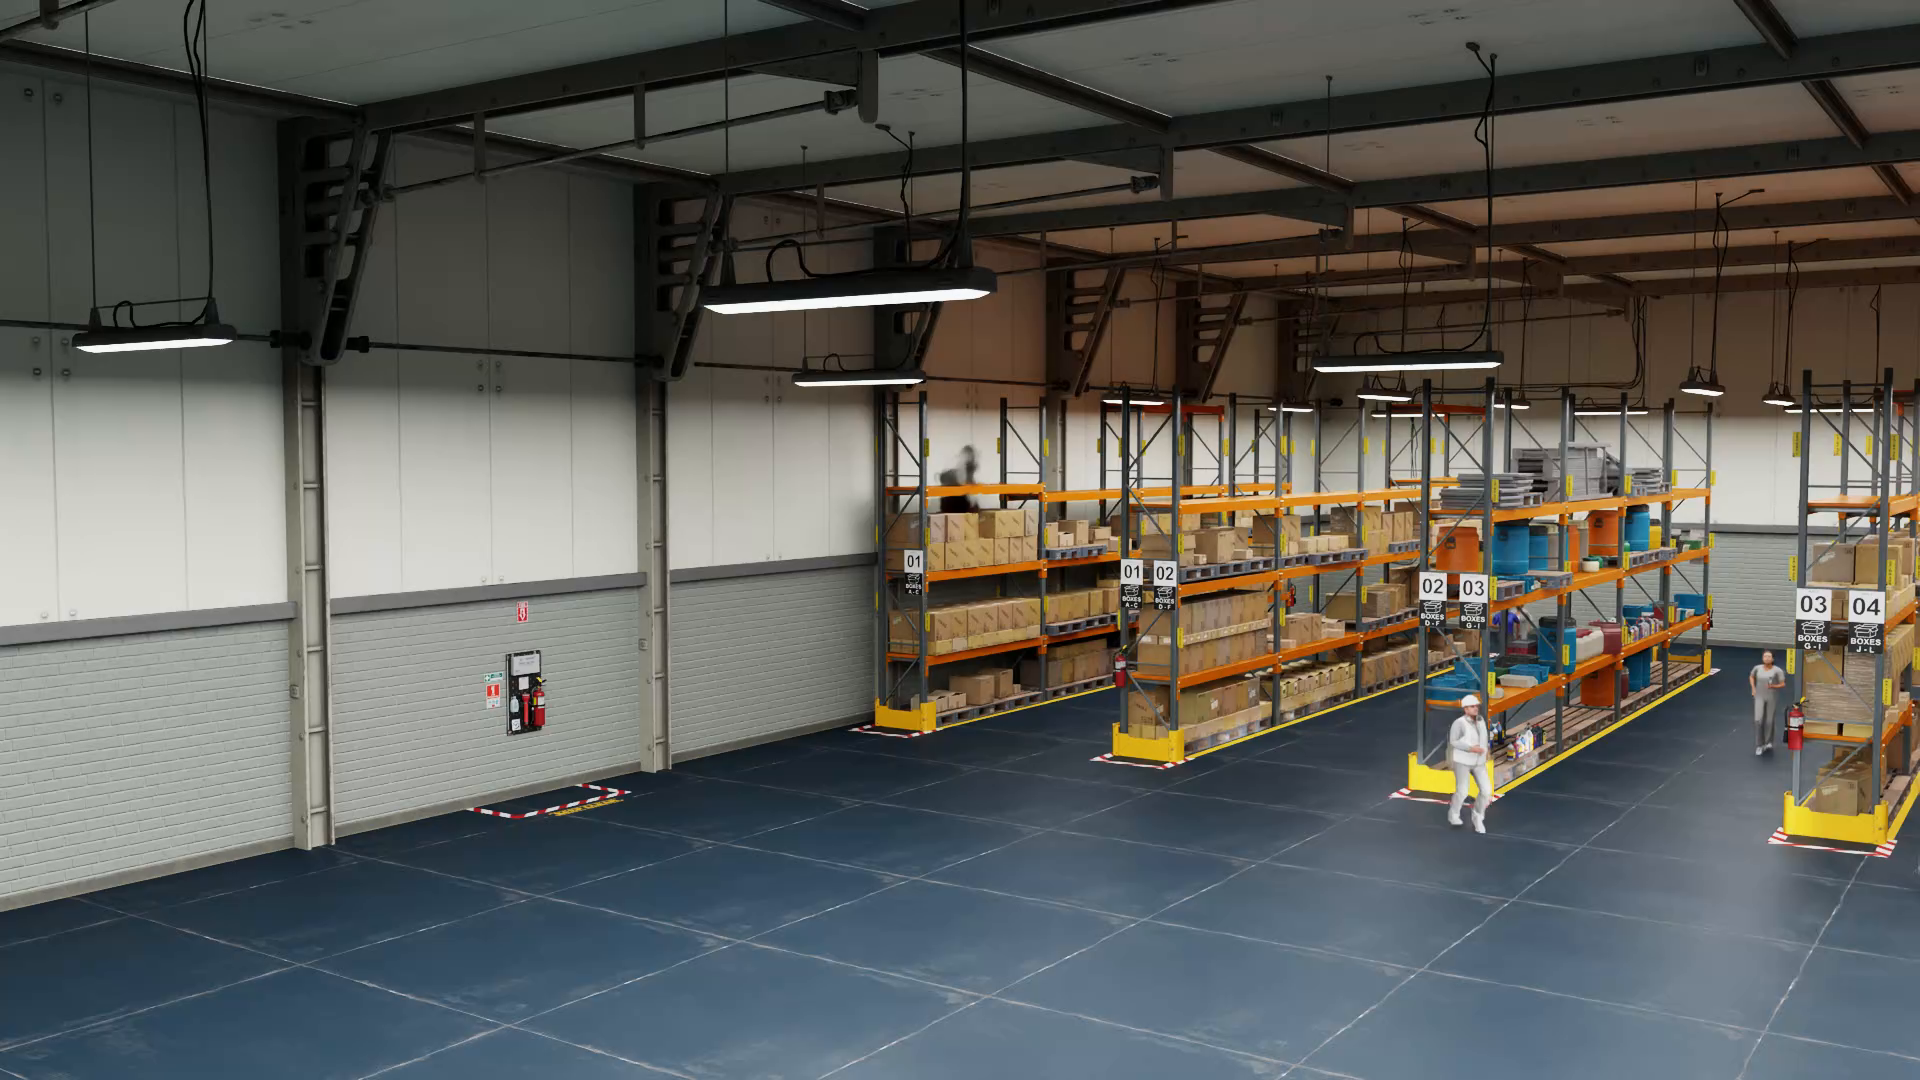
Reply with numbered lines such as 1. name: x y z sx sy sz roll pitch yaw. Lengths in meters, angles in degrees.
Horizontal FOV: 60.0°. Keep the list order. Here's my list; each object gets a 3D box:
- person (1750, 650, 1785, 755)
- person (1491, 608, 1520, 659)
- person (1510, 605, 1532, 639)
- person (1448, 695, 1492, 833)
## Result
1. person: 13.260 2.661 27.337 0.555 1.727 0.683 2 4 33
2. person: 11.784 2.158 35.952 0.604 1.663 0.900 1 3 18
3. person: 12.548 2.132 37.321 0.525 1.605 0.877 2 4 27
4. person: 6.673 2.934 21.688 0.676 1.837 0.735 -1 3 -17
